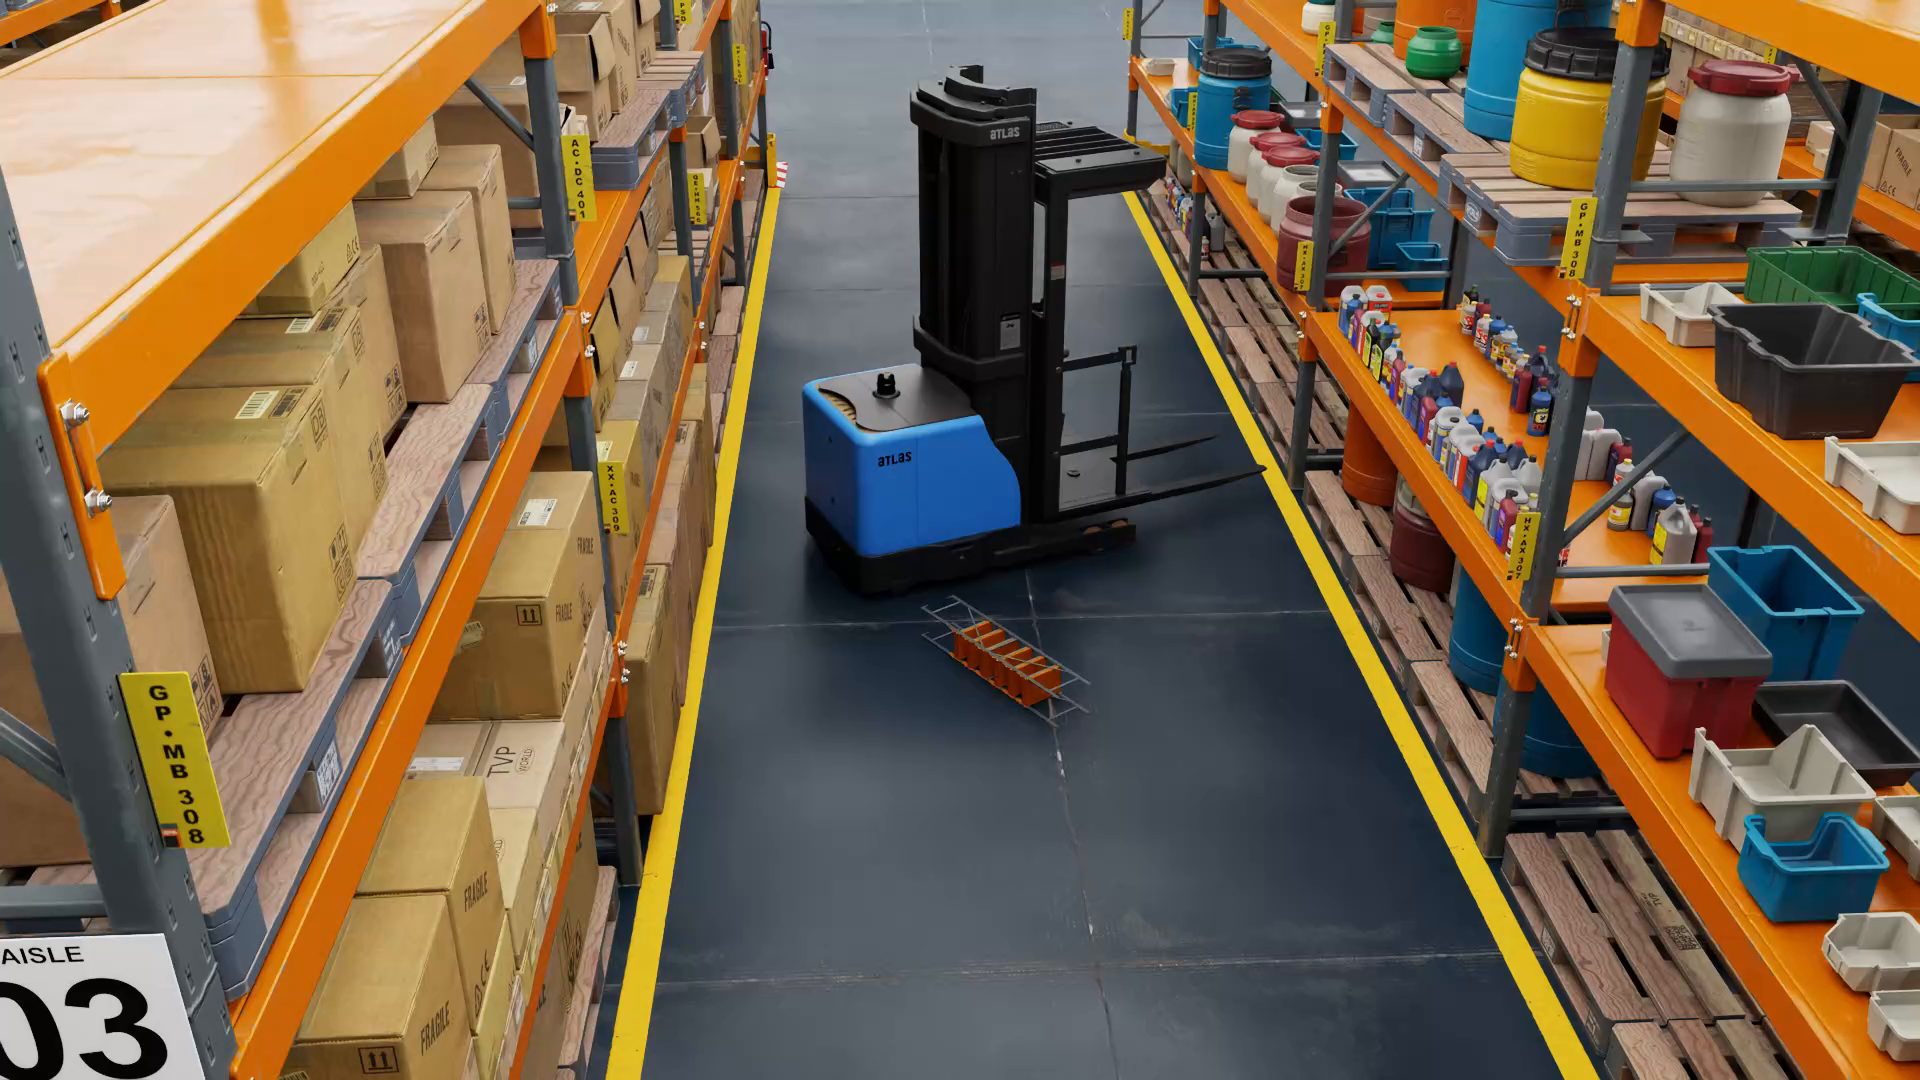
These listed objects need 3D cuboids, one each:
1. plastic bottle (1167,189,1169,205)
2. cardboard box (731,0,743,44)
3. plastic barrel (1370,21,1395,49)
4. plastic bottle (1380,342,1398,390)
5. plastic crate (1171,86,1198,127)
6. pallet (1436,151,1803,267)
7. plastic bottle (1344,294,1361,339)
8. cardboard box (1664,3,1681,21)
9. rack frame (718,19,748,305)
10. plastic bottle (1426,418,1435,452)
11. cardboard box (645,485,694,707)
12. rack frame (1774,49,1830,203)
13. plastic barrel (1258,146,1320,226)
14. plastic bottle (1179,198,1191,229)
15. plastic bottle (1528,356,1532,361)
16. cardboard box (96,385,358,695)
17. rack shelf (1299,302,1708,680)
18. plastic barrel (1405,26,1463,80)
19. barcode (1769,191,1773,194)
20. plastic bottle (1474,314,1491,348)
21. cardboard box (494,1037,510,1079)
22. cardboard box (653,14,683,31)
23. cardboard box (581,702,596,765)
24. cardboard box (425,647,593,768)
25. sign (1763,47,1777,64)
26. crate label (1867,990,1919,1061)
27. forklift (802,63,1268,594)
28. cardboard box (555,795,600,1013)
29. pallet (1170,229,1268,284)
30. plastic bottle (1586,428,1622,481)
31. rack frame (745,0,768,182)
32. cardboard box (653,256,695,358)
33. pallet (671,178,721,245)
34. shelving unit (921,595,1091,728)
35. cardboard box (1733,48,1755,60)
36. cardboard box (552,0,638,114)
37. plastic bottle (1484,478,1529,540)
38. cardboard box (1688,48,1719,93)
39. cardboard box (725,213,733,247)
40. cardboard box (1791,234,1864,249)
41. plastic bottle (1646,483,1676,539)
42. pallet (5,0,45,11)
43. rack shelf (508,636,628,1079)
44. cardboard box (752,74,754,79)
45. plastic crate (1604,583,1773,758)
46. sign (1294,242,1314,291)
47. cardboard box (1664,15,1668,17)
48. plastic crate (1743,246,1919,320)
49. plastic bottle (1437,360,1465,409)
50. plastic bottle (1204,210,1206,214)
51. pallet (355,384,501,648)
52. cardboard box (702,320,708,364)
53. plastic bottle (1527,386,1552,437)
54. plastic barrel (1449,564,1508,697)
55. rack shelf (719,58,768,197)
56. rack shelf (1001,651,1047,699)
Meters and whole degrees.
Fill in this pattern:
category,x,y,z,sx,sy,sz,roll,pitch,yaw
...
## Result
category,x,y,z,sx,sy,sz,roll,pitch,yaw
plastic bottle,2.134,-3.463,16.696,0.097,0.201,0.097,0,28,0
cardboard box,-2.190,-4.499,14.621,0.500,0.500,0.500,-1,28,-3
plastic barrel,2.699,-3.081,10.337,0.294,0.245,0.294,0,28,0
plastic bottle,2.484,-1.006,9.574,0.097,0.271,0.097,0,28,0
plastic crate,2.225,-3.992,15.322,0.499,0.251,0.616,-1,28,-3
pallet,2.833,-1.465,7.276,1.213,0.211,1.003,-1,28,-3
plastic bottle,2.441,-1.388,10.306,0.097,0.271,0.097,0,28,0
cardboard box,7.366,-5.423,16.392,0.700,0.500,0.500,-1,28,-2
rack frame,-2.393,-3.434,14.091,1.000,3.000,0.127,-1,28,-3
plastic bottle,2.530,-0.569,8.813,0.097,0.201,0.097,0,28,0
cardboard box,-2.076,0.308,8.759,1.225,0.875,0.875,-2,28,-4
rack frame,7.500,-3.672,14.546,1.000,3.000,0.127,-1,28,-3
plastic barrel,2.446,-2.628,12.399,0.433,0.535,0.433,0,28,0
plastic bottle,2.201,-3.145,16.005,0.152,0.276,0.135,-1,28,-2
plastic bottle,3.269,-0.951,9.455,0.061,0.283,0.133,-1,28,-3
cardboard box,-1.756,0.001,3.590,0.700,0.500,0.500,-2,28,-5
rack shelf,2.867,-0.464,9.174,1.077,0.370,4.000,-1,28,-3
plastic barrel,2.588,-2.659,9.075,0.294,0.245,0.294,0,28,0
barcode,7.098,-3.056,14.555,0.001,0.075,0.075,-1,28,-3
plastic bottle,3.210,-1.282,10.179,0.097,0.201,0.097,0,28,0
cardboard box,-1.510,1.572,4.763,0.380,0.149,0.250,-2,28,-4
cardboard box,-1.951,-3.406,10.145,0.500,0.500,0.500,-1,28,-2
cardboard box,-1.605,0.742,6.356,0.380,0.149,0.250,-2,28,-4
cardboard box,-1.660,0.631,6.136,0.500,0.250,0.500,-1,28,-1
sign,6.946,-4.077,14.301,0.100,0.325,0.005,-1,28,-3
crate label,2.917,1.444,4.959,0.396,0.136,0.243,-1,28,-3
forklift,0.563,-1.423,10.309,3.031,2.935,1.130,-12,30,-22
cardboard box,-2.020,1.323,6.814,0.875,0.875,0.875,-1,28,-3
pallet,2.560,-2.629,15.562,1.003,0.211,1.213,-1,28,-3
plastic bottle,3.279,-0.455,8.513,0.152,0.276,0.135,-1,28,-3
rack frame,-2.601,-5.282,17.633,1.000,3.000,0.127,-1,28,-3
cardboard box,-1.910,-1.409,10.101,0.500,0.500,0.500,-1,28,-1
pallet,-2.328,-2.415,12.344,1.003,0.211,1.213,-1,28,-3
shelving unit,0.237,0.660,9.272,0.258,0.189,1.200,-20,34,-33
cardboard box,7.245,-4.359,15.055,0.380,0.149,0.250,-2,28,-4
cardboard box,-1.947,-2.471,8.438,0.500,0.500,0.500,0,28,0
plastic bottle,2.609,-0.147,7.923,0.152,0.276,0.135,-1,28,-3
cardboard box,7.415,-4.396,15.827,0.700,0.500,0.500,-1,28,-2
cardboard box,-2.411,-2.962,15.435,0.500,0.500,0.500,7,28,14
cardboard box,7.294,-2.459,14.134,0.500,0.311,0.500,-2,28,-3
plastic bottle,3.342,-0.141,7.917,0.097,0.271,0.097,0,28,0
pallet,-7.254,-4.184,12.492,0.805,0.209,1.217,-2,28,-5
rack shelf,-1.870,1.503,5.403,1.077,0.370,4.000,-1,28,-3
cardboard box,-2.303,-4.814,17.008,0.380,0.149,0.250,-1,28,-3
plastic crate,2.768,0.504,6.406,0.402,0.464,0.583,-1,28,-3
sign,2.214,-1.762,10.709,0.100,0.325,0.005,-1,28,-3
cardboard box,7.153,-5.188,16.644,0.380,0.149,0.250,-2,28,-4
plastic crate,3.295,-0.907,6.231,0.450,0.188,0.662,-1,28,-3
plastic bottle,2.684,-0.829,9.148,0.144,0.351,0.185,-1,28,-3
plastic bottle,2.306,-3.087,15.887,0.061,0.283,0.133,-1,28,-3
pallet,-1.882,-0.090,4.532,1.003,0.211,1.213,-1,28,-3
cardboard box,-2.317,-1.500,12.610,0.700,0.500,0.500,1,28,2
plastic bottle,3.134,-0.701,8.989,0.097,0.271,0.097,0,28,0
plastic barrel,2.923,0.306,8.734,0.600,0.901,0.708,-1,28,-3
rack shelf,-2.497,-4.039,16.028,1.077,0.370,4.000,-1,28,-3
rack shelf,0.357,0.733,9.136,0.258,0.180,0.103,-20,34,-33
